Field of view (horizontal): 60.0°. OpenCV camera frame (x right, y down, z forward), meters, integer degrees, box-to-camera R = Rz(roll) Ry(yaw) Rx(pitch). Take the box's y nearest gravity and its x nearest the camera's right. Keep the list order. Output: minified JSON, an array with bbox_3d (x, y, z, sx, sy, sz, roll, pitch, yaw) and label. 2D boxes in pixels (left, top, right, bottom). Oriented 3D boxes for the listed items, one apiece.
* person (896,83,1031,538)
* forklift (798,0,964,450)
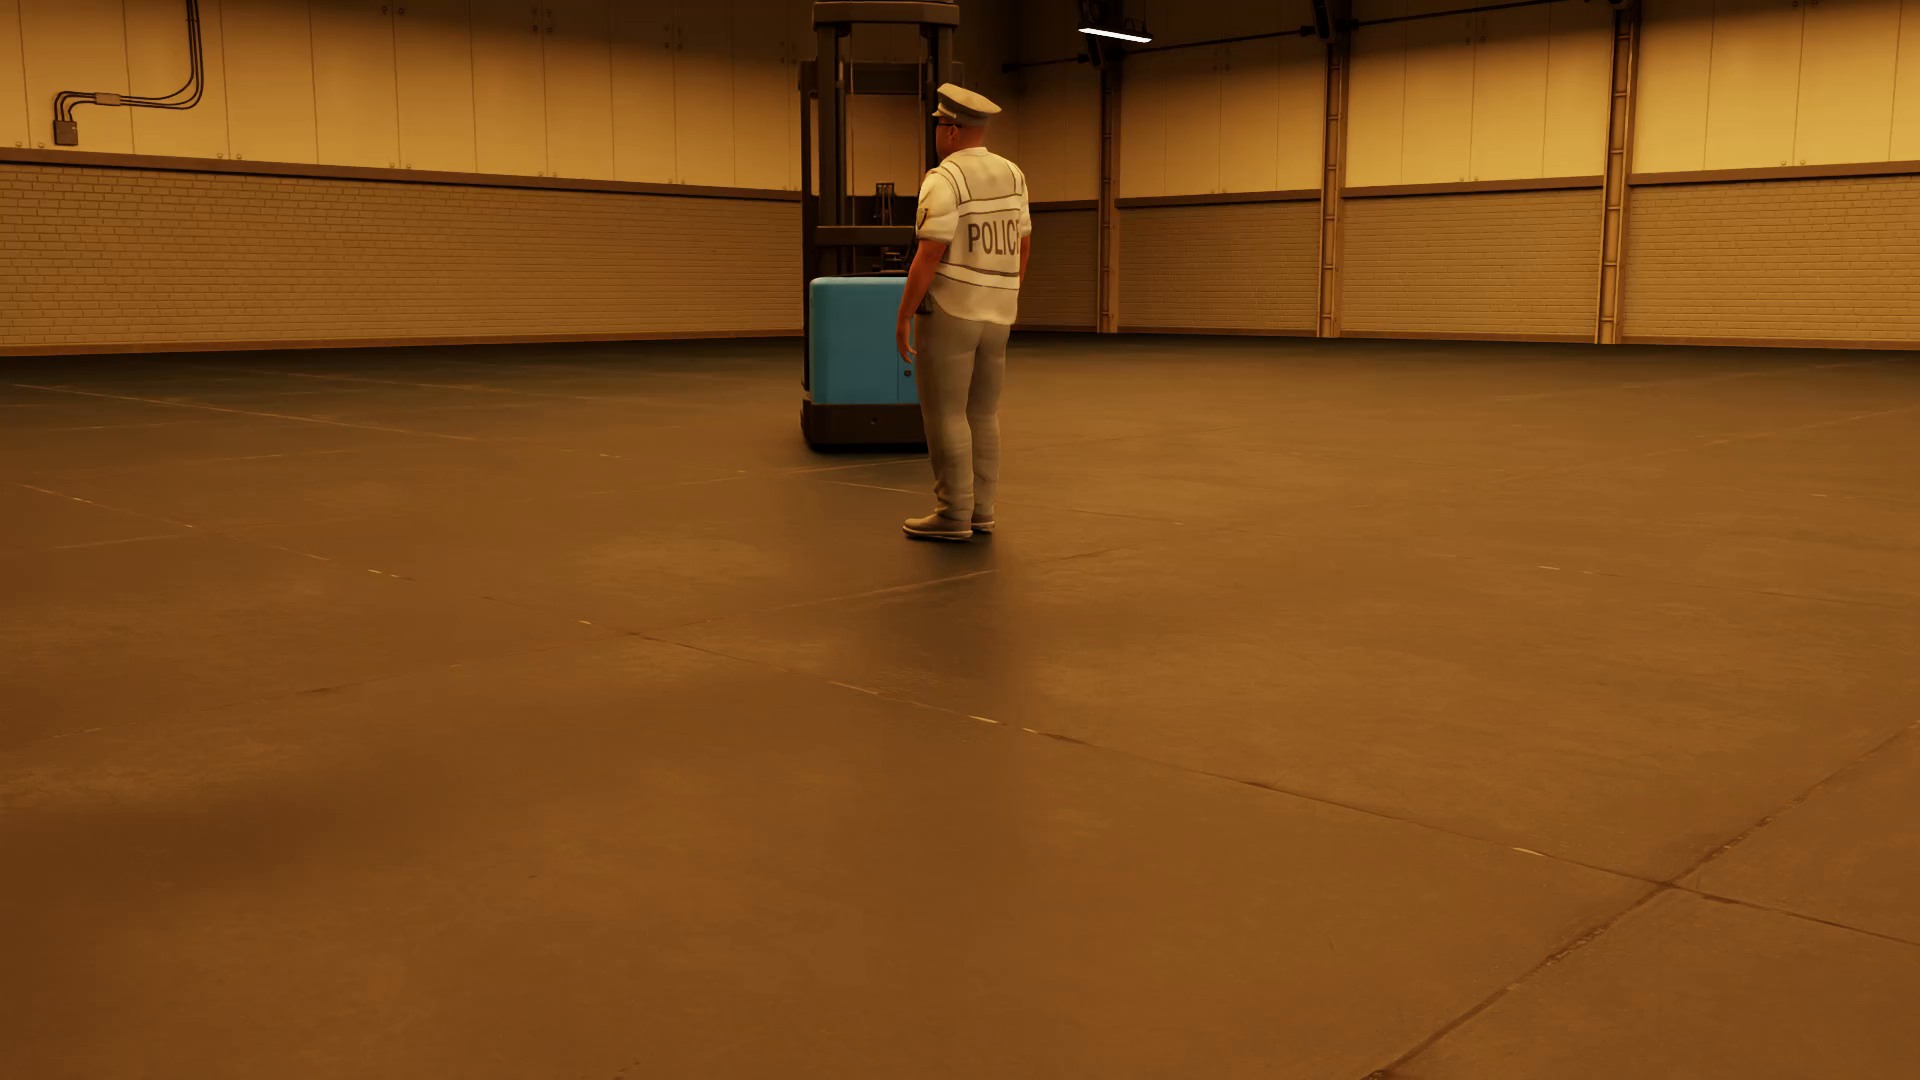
[{"bbox_3d":[-0.047,-0.897,6.646,0.575,1.781,0.640,8,12,43],"label":"person"},{"bbox_3d":[-0.548,-2.194,11.444,1.130,2.935,3.031,-1,9,-7],"label":"forklift"}]
